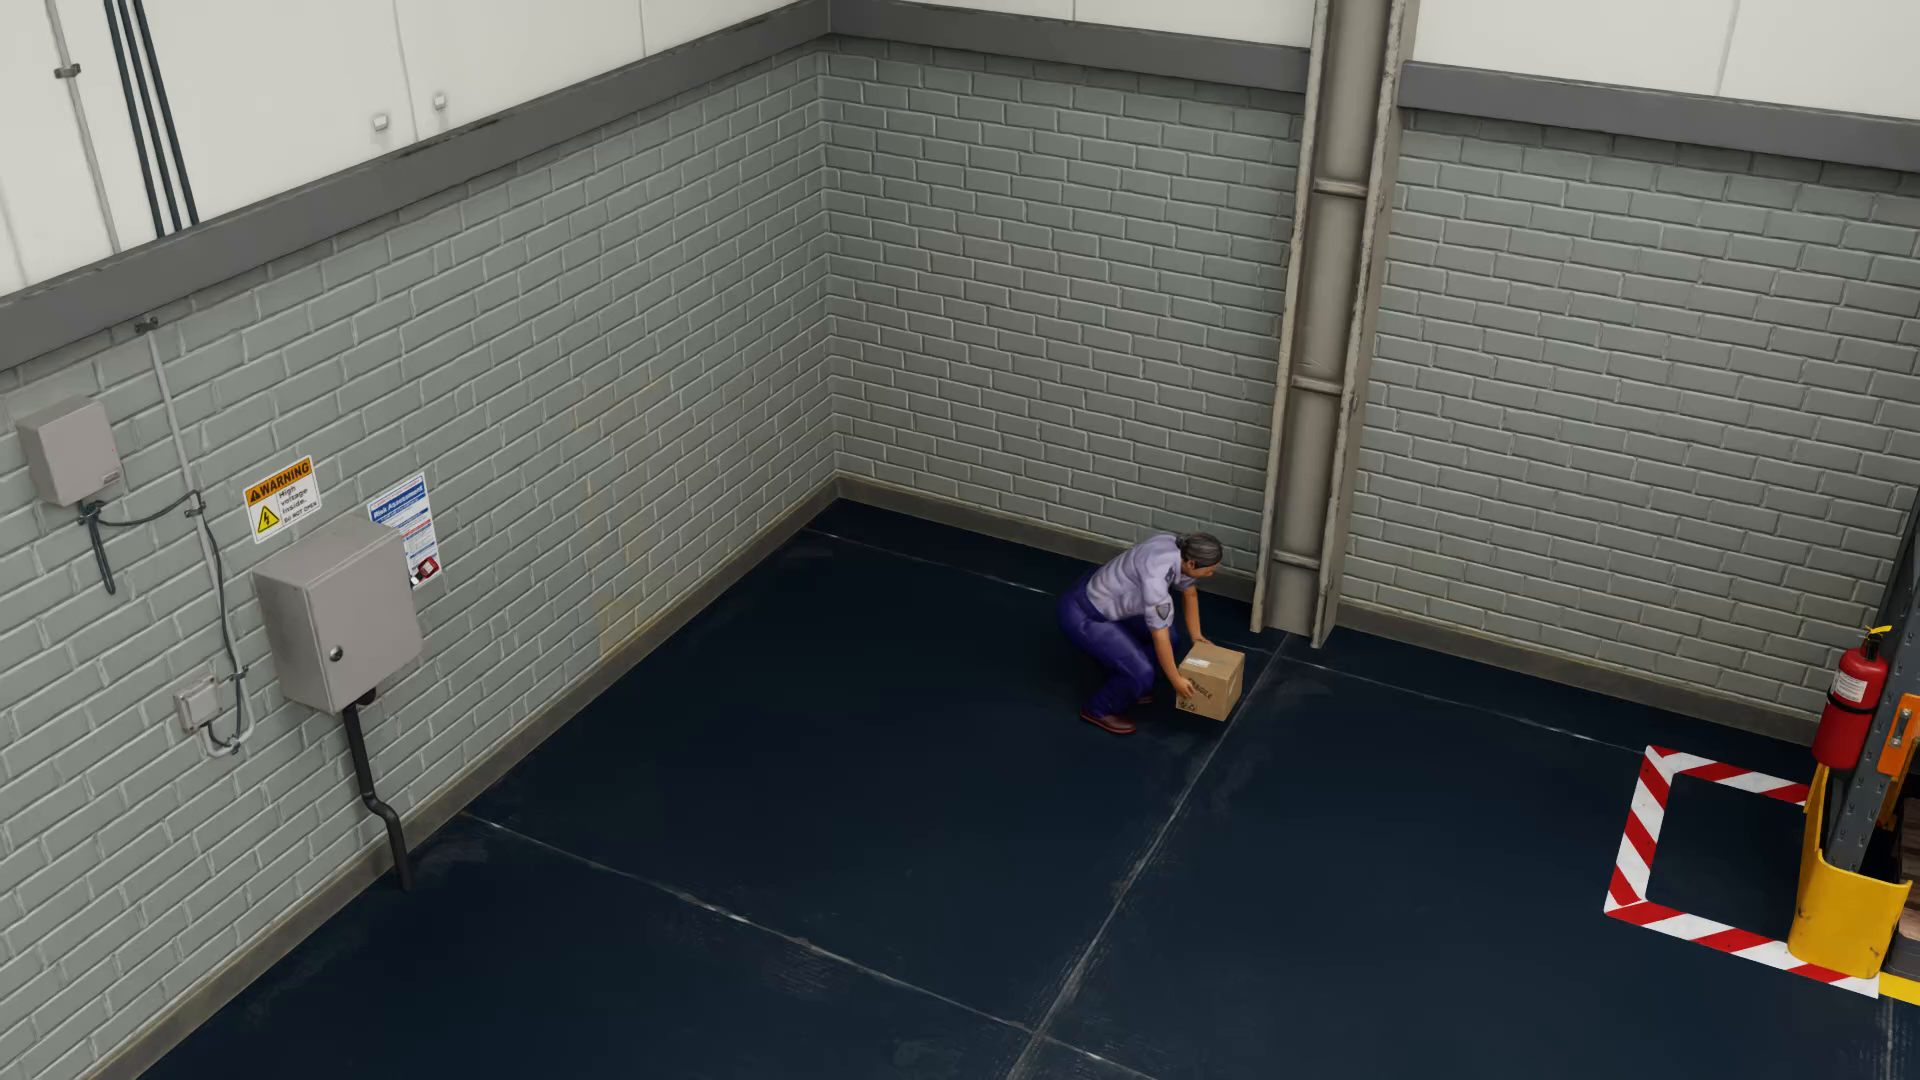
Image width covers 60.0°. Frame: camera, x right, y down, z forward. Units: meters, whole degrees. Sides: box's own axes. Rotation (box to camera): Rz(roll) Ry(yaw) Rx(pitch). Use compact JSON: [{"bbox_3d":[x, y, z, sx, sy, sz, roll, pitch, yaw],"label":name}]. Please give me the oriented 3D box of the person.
[{"bbox_3d":[0.879,0.394,8.174,0.769,1.099,0.536,14,33,23],"label":"person"}]
